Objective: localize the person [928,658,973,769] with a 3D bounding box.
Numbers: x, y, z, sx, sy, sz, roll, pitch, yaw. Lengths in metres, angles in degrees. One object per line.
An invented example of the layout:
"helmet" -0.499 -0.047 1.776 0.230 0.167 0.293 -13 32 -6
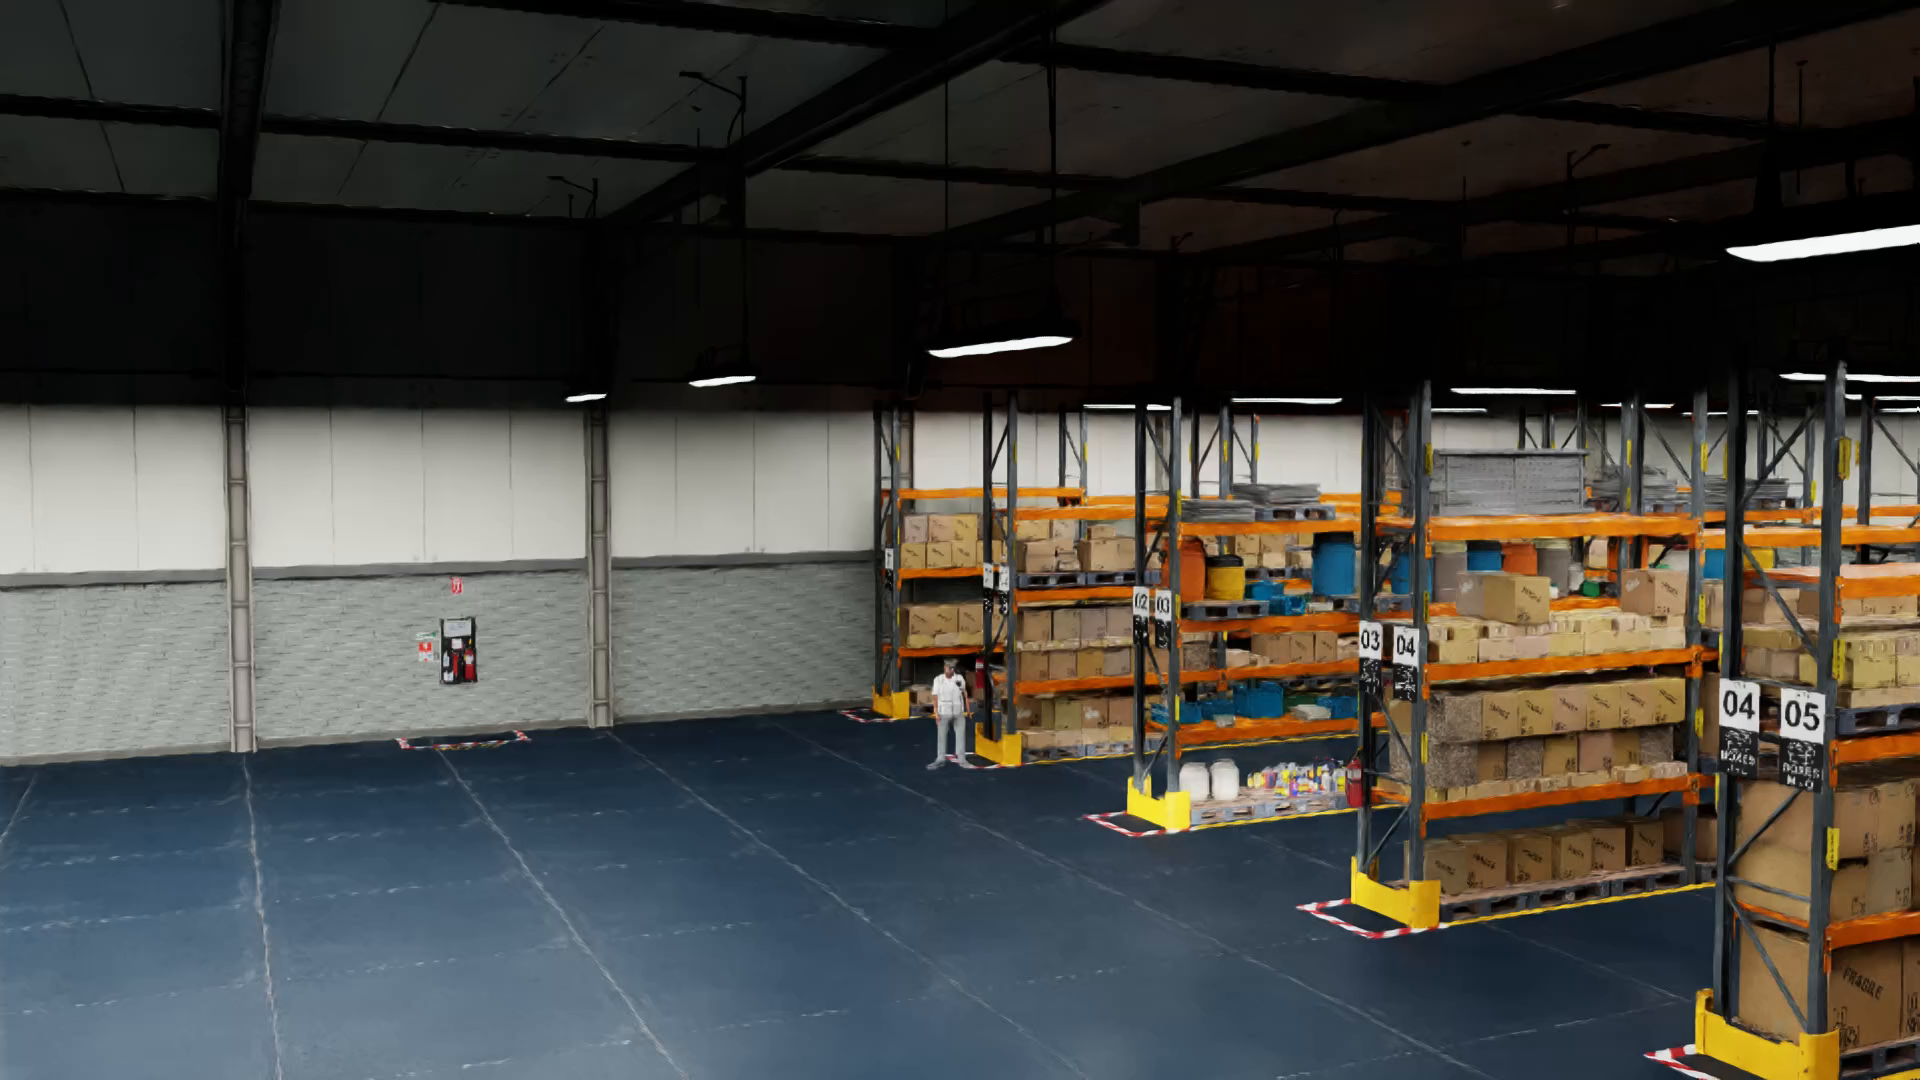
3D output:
"person" -0.153 2.740 26.315 0.713 1.760 0.413 0 3 -8
